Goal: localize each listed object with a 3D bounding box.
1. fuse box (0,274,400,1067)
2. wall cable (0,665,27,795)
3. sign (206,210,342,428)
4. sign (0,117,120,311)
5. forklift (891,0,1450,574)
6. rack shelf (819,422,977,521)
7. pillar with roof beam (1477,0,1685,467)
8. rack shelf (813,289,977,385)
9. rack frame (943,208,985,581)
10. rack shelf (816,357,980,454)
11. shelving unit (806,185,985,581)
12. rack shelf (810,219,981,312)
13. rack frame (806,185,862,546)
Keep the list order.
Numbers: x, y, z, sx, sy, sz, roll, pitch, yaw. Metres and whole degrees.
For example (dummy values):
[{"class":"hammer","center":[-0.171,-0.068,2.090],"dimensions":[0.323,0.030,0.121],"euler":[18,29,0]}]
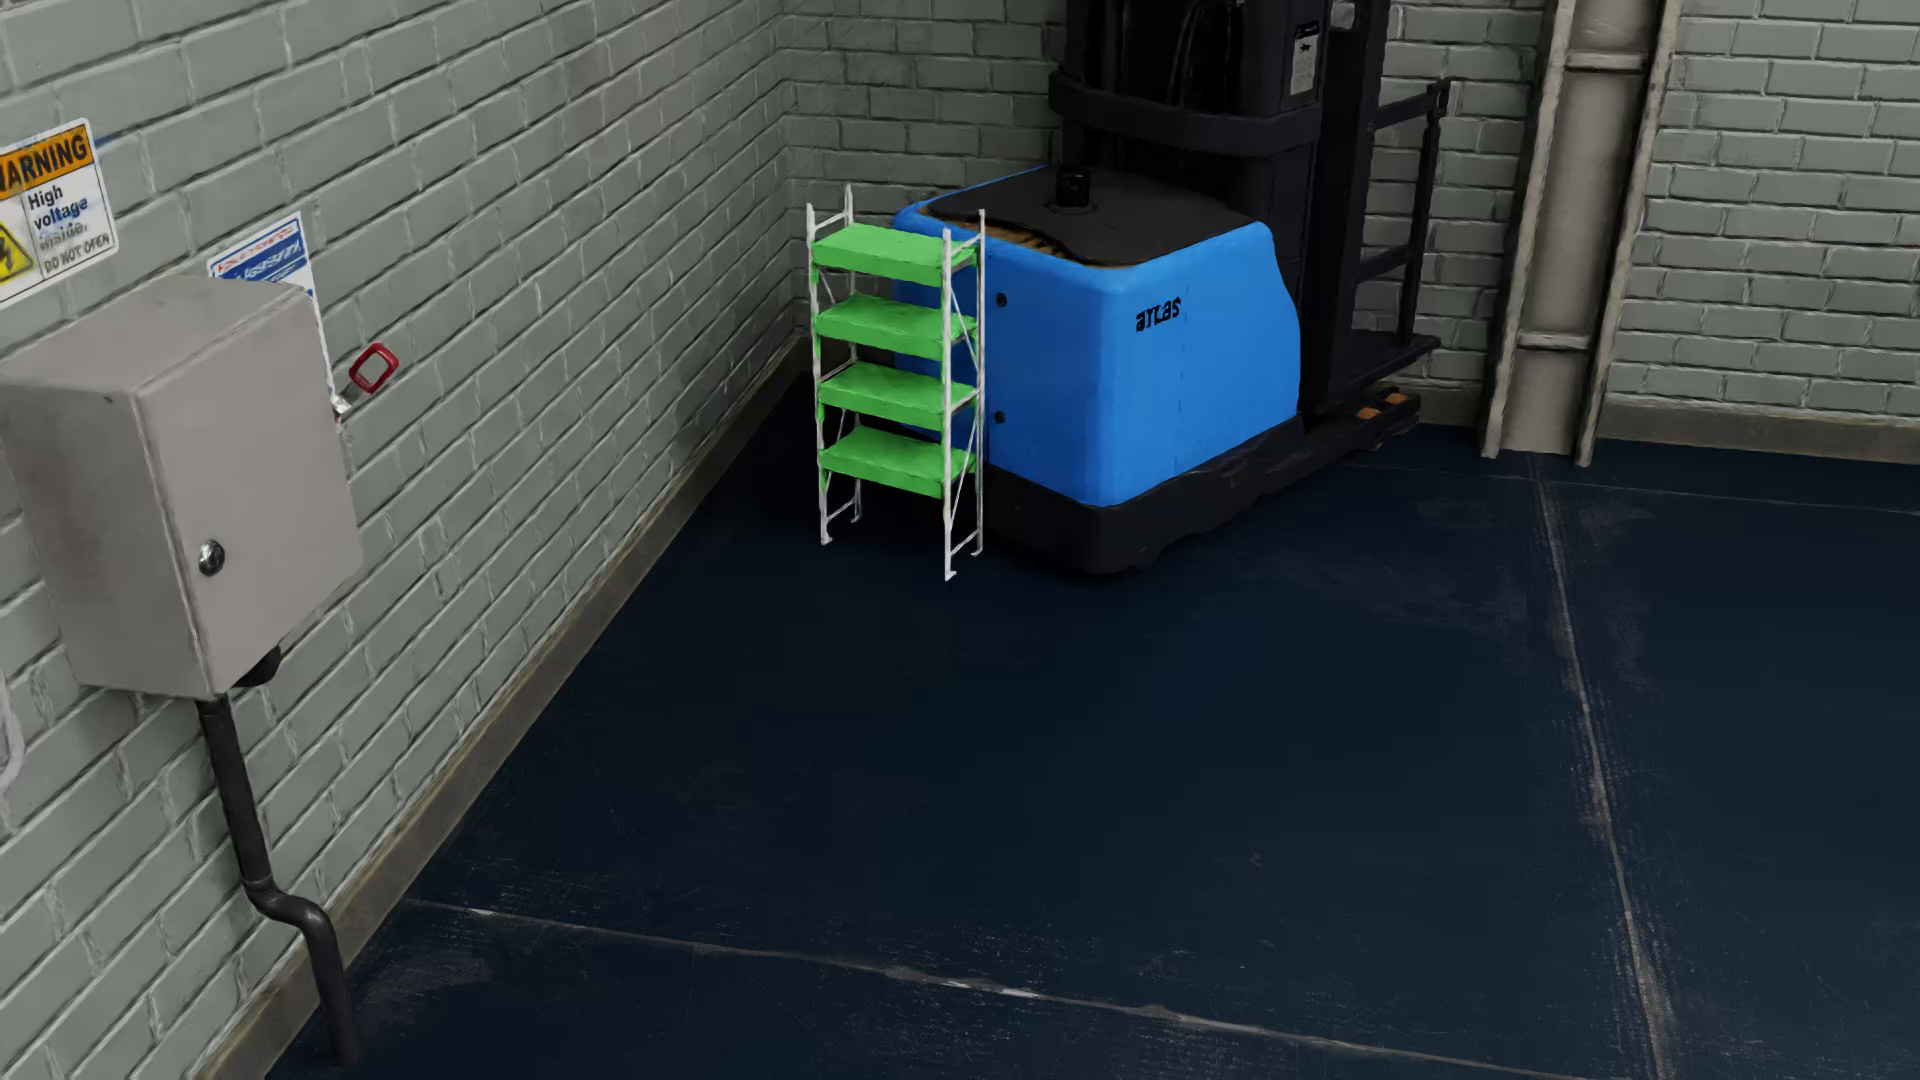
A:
[{"class":"fuse box","center":[-1.314,0.380,3.273],"dimensions":[0.414,1.711,0.539],"euler":[6,29,11]},{"class":"wall cable","center":[-1.610,-0.326,2.163],"dimensions":[0.122,1.984,0.588],"euler":[6,29,11]},{"class":"sign","center":[-1.413,-0.396,3.448],"dimensions":[0.001,0.494,0.329],"euler":[6,29,11]},{"class":"sign","center":[-1.528,-0.542,2.756],"dimensions":[0.001,0.242,0.339],"euler":[6,29,11]},{"class":"forklift","center":[1.153,-1.782,5.952],"dimensions":[1.130,2.935,3.031],"euler":[26,38,38]},{"class":"rack shelf","center":[-0.200,-0.234,5.562],"dimensions":[0.480,0.148,0.258],"euler":[15,32,26]},{"class":"pillar with roof beam","center":[1.310,-2.293,0.568],"dimensions":[0.400,9.000,9.100],"euler":[6,29,11]},{"class":"rack shelf","center":[-0.200,-0.656,5.331],"dimensions":[0.480,0.148,0.258],"euler":[15,32,26]},{"class":"rack frame","center":[0.013,-0.444,5.311],"dimensions":[0.015,1.200,0.240],"euler":[15,32,26]},{"class":"rack shelf","center":[-0.200,-0.445,5.446],"dimensions":[0.480,0.148,0.258],"euler":[15,32,26]},{"class":"shelving unit","center":[-0.200,-0.501,5.416],"dimensions":[0.503,1.200,0.258],"euler":[15,32,26]},{"class":"rack shelf","center":[-0.200,-0.866,5.216],"dimensions":[0.480,0.148,0.258],"euler":[15,32,26]},{"class":"rack frame","center":[-0.412,-0.559,5.521],"dimensions":[0.015,1.200,0.240],"euler":[15,32,26]}]
